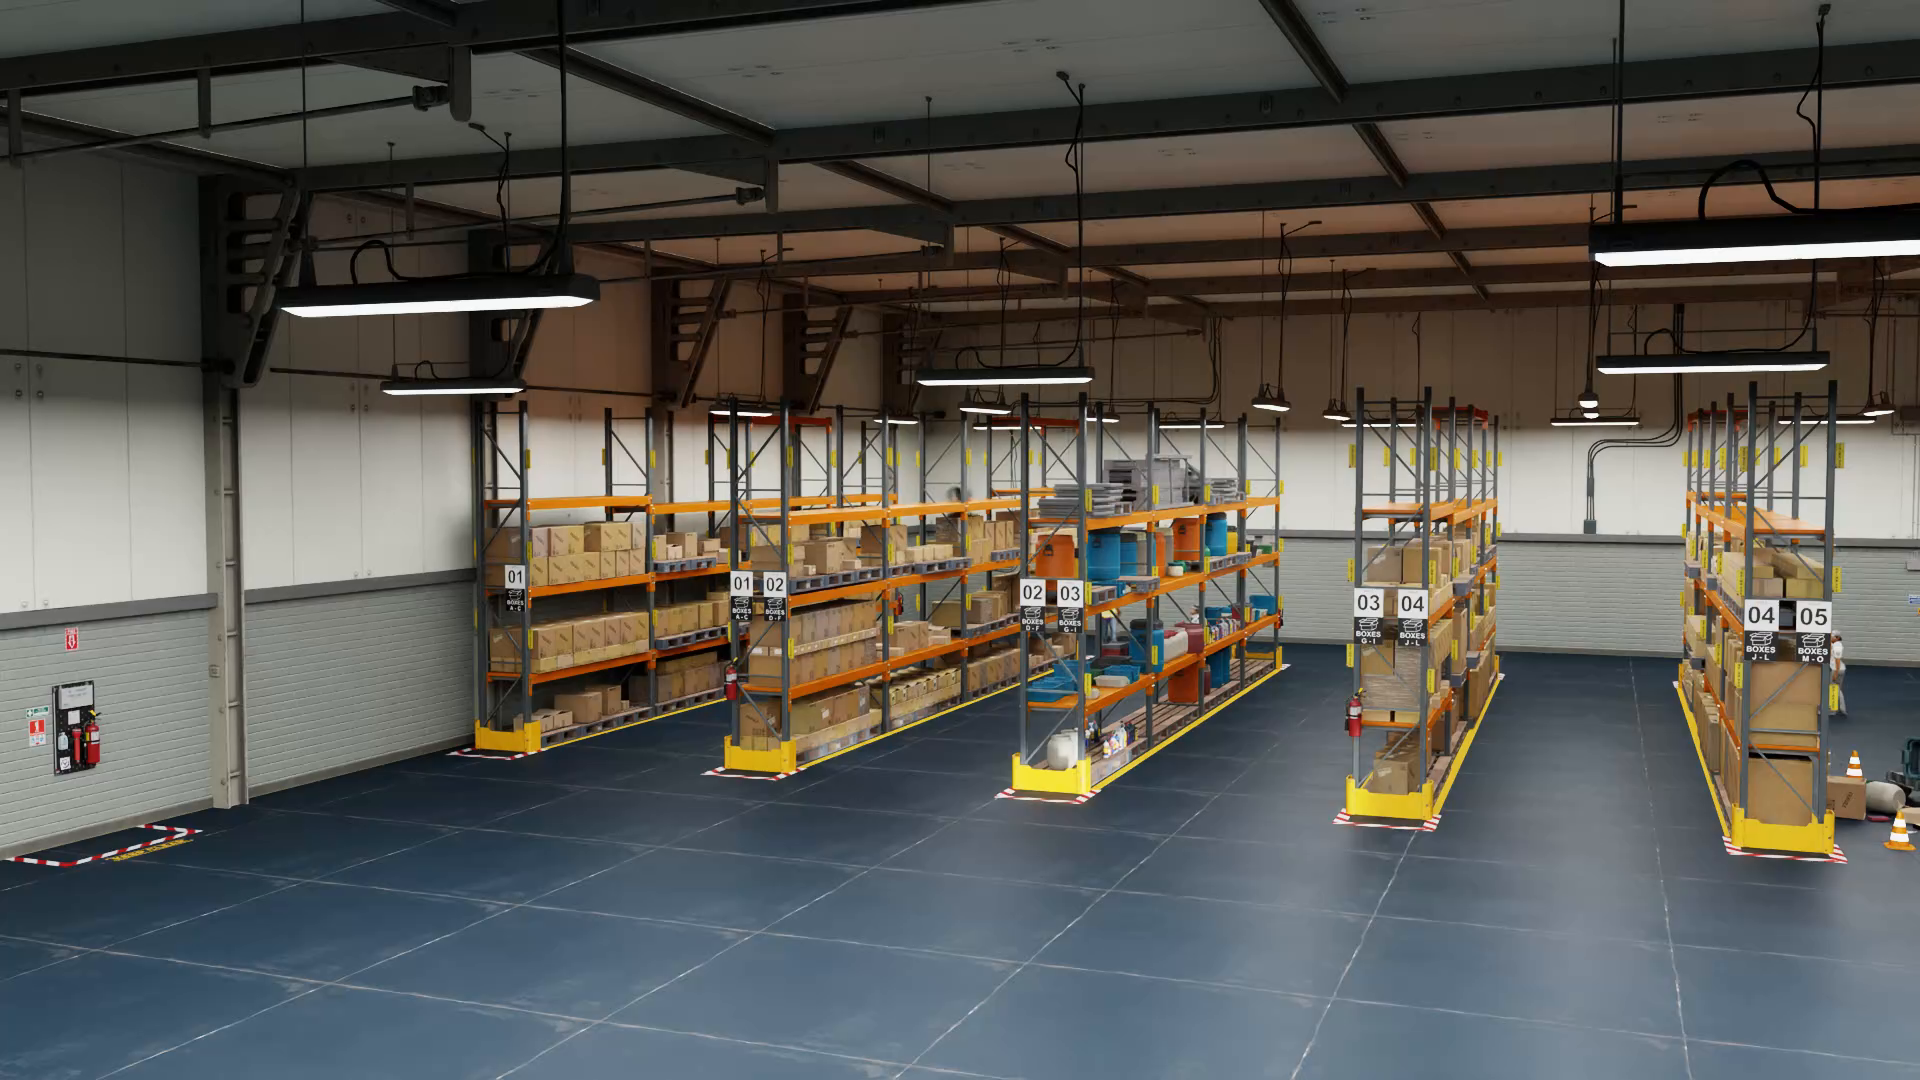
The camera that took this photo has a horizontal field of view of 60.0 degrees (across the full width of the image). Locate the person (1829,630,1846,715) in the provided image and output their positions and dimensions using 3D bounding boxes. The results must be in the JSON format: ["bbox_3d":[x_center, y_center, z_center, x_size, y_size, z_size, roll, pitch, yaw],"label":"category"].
[{"bbox_3d":[17.132,2.596,32.587,0.426,1.671,0.511,3,4,44],"label":"person"}]

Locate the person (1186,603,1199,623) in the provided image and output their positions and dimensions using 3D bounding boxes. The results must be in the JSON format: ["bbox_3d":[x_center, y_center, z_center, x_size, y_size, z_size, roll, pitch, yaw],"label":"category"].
[{"bbox_3d":[5.330,2.295,38.396,0.597,1.679,0.489,1,3,16],"label":"person"}]

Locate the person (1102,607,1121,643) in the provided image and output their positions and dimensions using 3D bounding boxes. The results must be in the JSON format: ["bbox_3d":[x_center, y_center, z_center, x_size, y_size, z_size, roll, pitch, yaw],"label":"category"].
[{"bbox_3d":[3.900,2.036,43.372,0.646,1.730,0.994,0,3,-4],"label":"person"}]
